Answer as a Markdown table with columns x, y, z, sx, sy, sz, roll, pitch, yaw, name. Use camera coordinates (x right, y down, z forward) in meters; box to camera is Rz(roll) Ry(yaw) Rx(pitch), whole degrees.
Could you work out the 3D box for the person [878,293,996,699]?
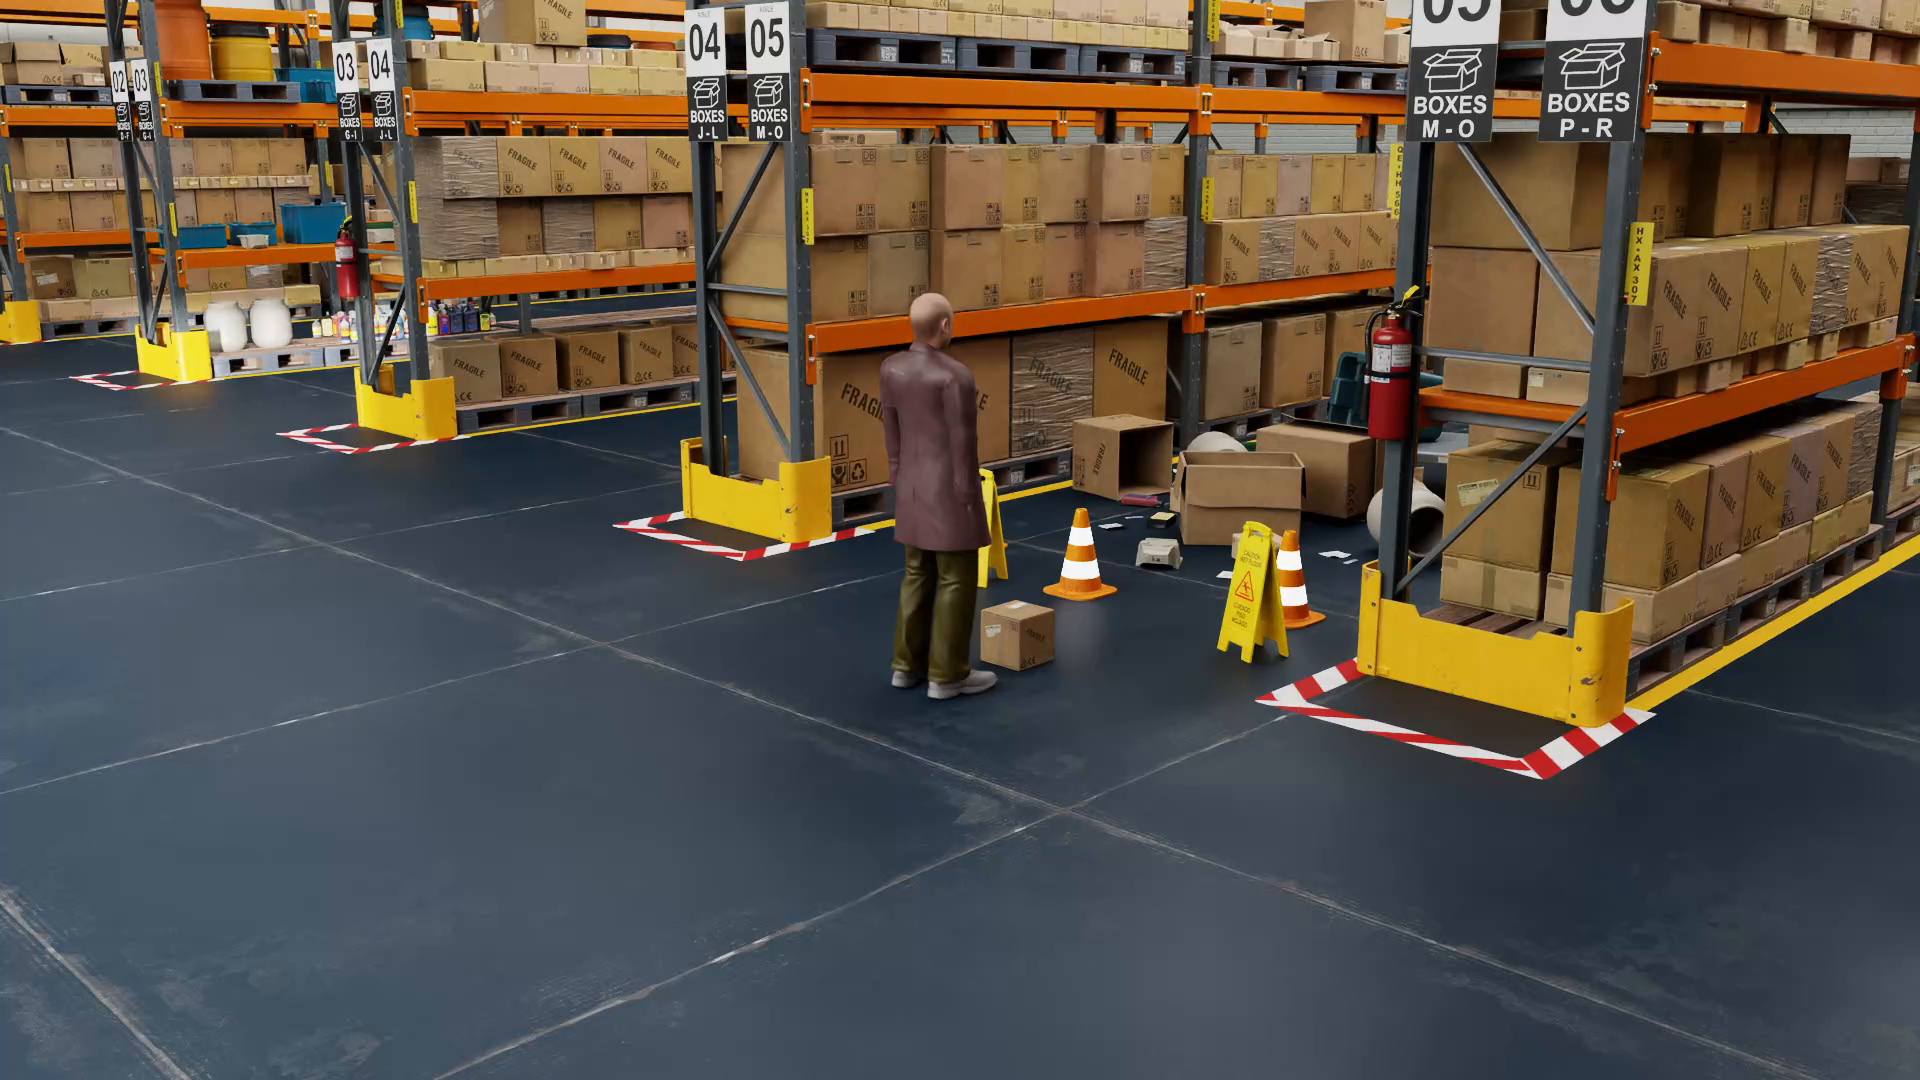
| x | y | z | sx | sy | sz | roll | pitch | yaw | name |
| --- | --- | --- | --- | --- | --- | --- | --- | --- | --- |
| -0.105 | -0.204 | 7.384 | 0.377 | 1.776 | 0.565 | -13 | 19 | -43 | person |
